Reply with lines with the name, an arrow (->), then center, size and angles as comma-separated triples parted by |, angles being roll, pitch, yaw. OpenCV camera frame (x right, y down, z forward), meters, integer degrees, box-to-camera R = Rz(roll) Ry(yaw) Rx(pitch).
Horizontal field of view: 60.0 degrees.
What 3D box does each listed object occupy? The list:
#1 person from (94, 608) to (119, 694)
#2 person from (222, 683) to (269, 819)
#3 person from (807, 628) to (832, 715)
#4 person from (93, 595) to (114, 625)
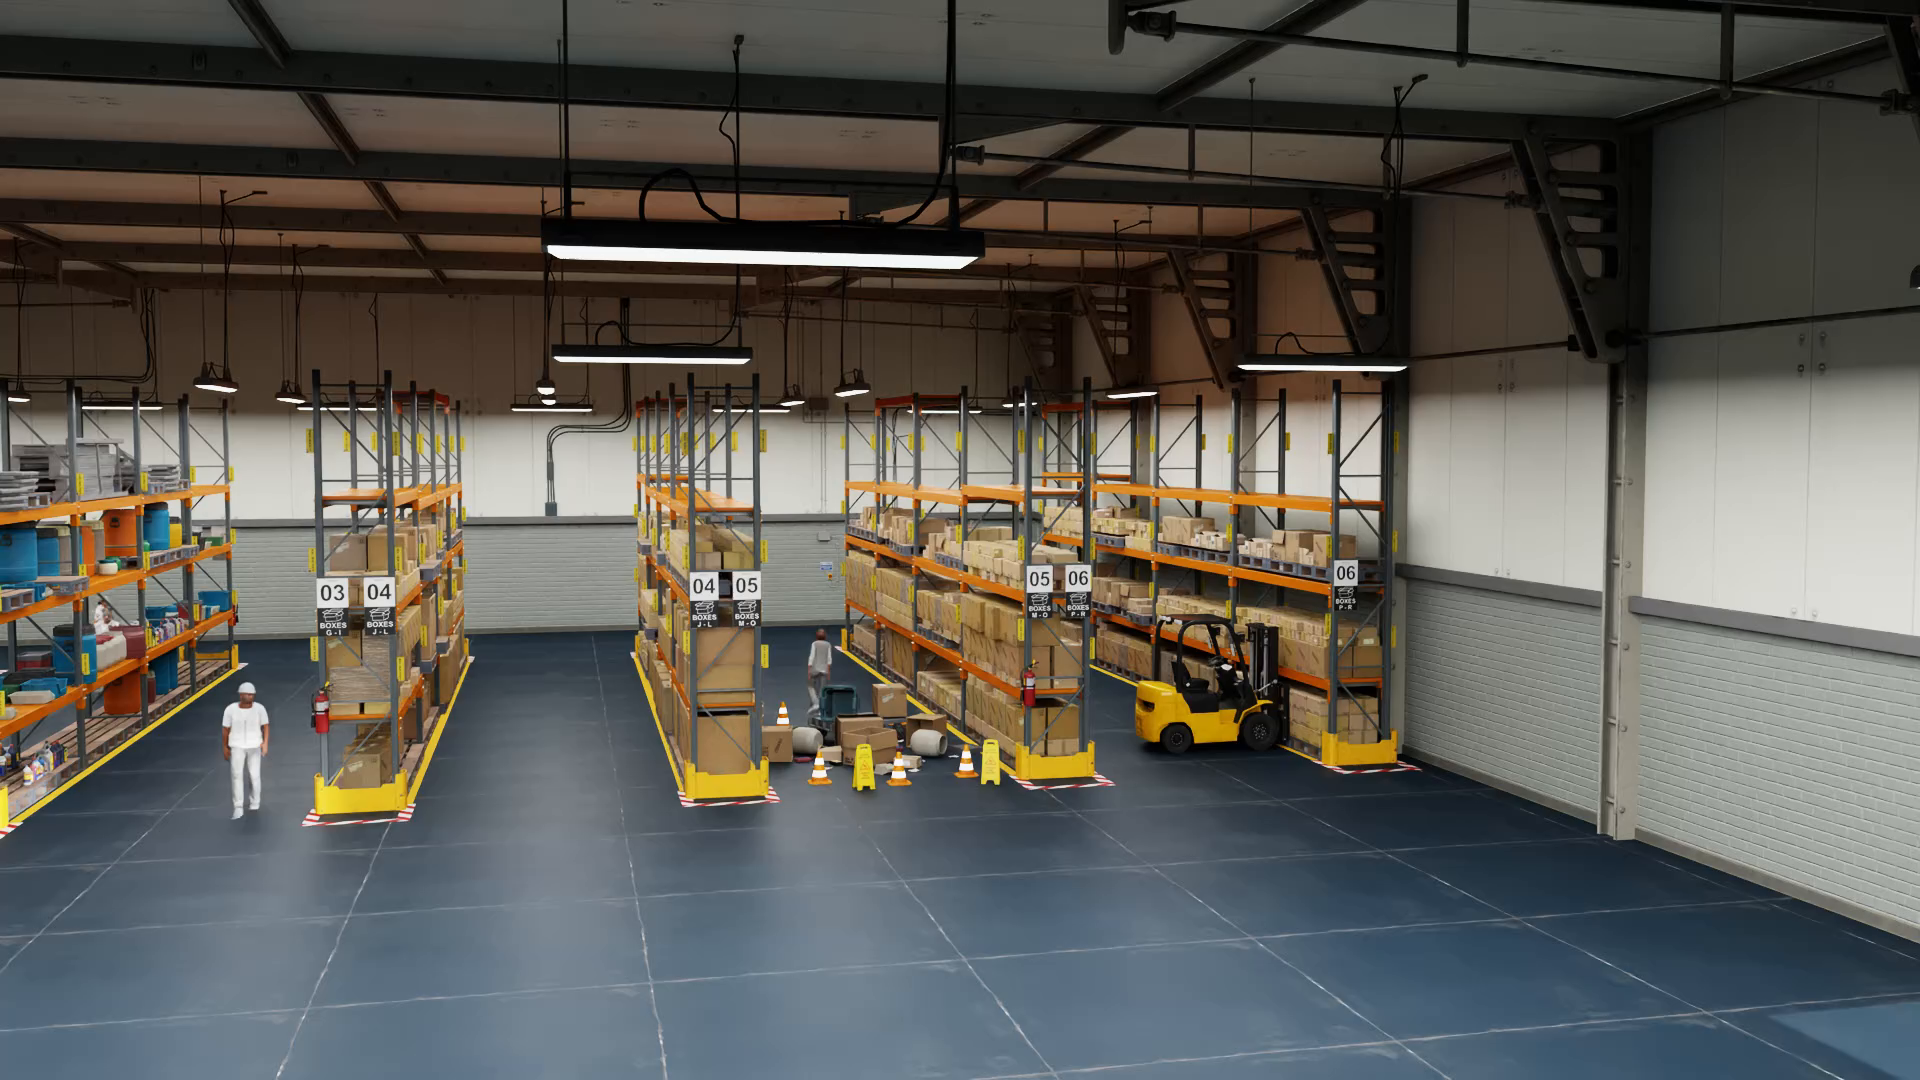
person -> -17.208, 2.214, 33.473 | 0.523, 1.687, 1.061 | 0, 3, 0
person -> -9.660, 2.837, 22.520 | 0.596, 1.764, 0.759 | -2, 4, -26
person -> -2.589, 2.428, 30.624 | 0.466, 1.597, 0.384 | -1, 3, -13
person -> -19.041, 2.048, 36.972 | 0.845, 1.633, 0.482 | -3, 4, -38
